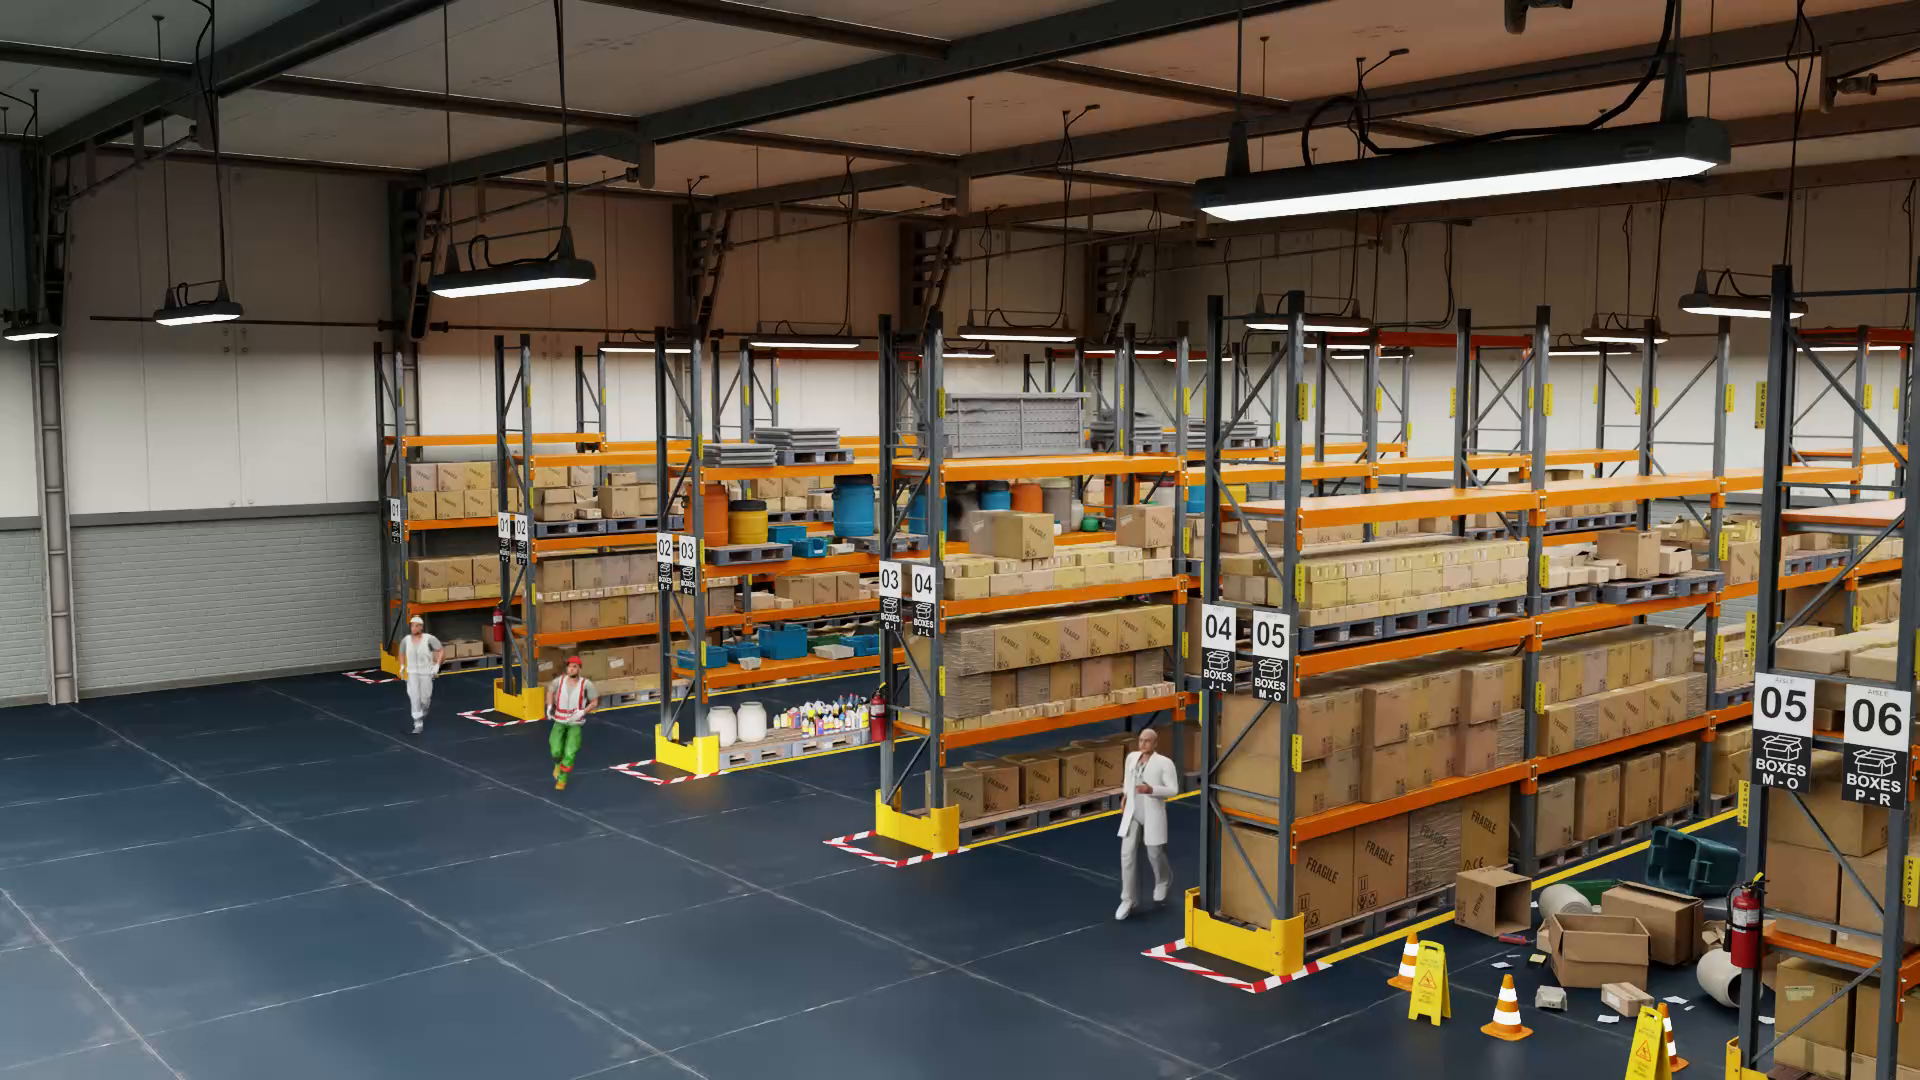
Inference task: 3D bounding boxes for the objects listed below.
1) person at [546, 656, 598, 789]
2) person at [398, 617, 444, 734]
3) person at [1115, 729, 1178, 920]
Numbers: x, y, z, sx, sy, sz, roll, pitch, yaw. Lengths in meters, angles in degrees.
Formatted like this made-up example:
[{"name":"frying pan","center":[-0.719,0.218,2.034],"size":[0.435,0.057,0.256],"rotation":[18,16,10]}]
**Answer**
[{"name":"person","center":[-5.013,2.348,21.477],"size":[0.674,1.730,0.561],"rotation":[0,5,-3]},{"name":"person","center":[-8.132,2.015,25.080],"size":[0.651,1.761,0.688],"rotation":[0,5,-4]},{"name":"person","center":[1.835,2.759,16.421],"size":[0.699,1.806,0.948],"rotation":[3,6,31]}]
